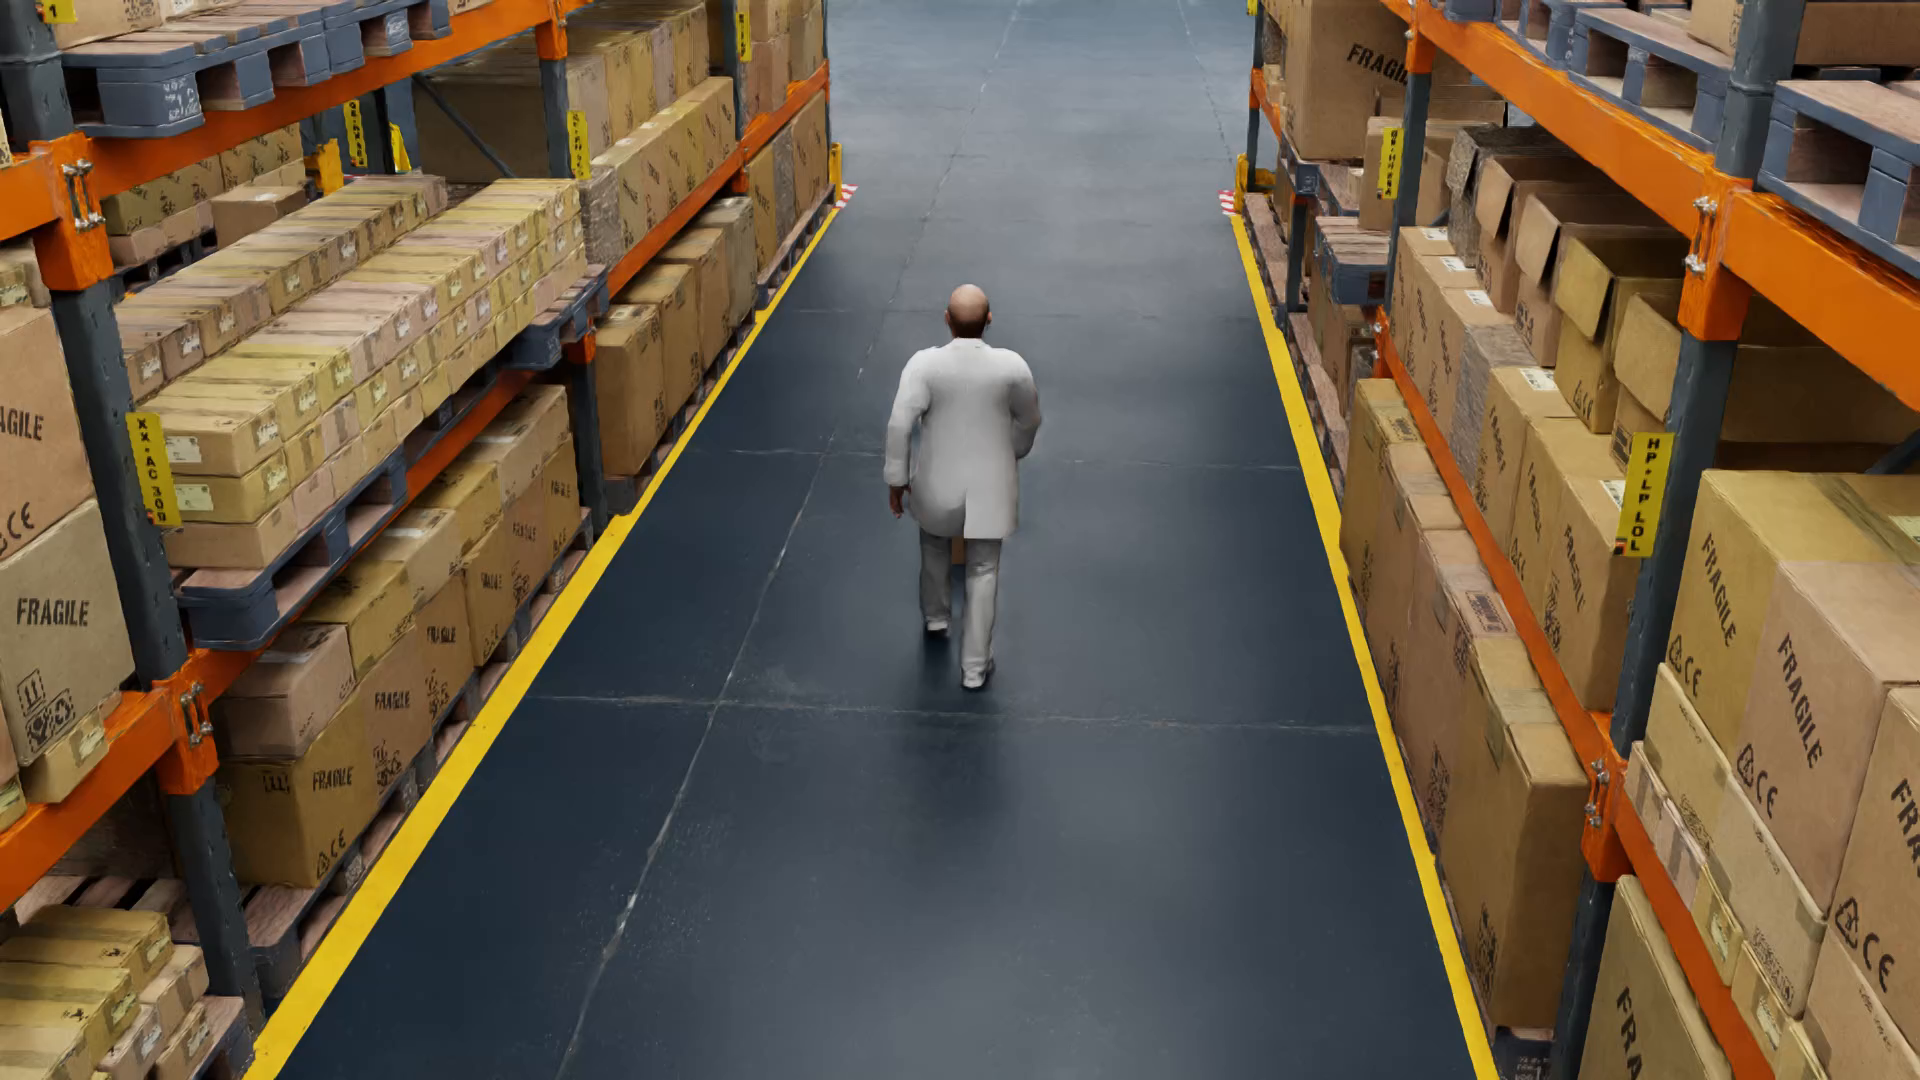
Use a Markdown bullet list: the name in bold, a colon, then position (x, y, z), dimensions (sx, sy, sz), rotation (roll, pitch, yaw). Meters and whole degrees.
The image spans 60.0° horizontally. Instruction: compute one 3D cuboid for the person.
- **person**: position (0.011, -0.300, 7.334), dimensions (0.680, 1.775, 0.860), rotation (1, 24, 1)
